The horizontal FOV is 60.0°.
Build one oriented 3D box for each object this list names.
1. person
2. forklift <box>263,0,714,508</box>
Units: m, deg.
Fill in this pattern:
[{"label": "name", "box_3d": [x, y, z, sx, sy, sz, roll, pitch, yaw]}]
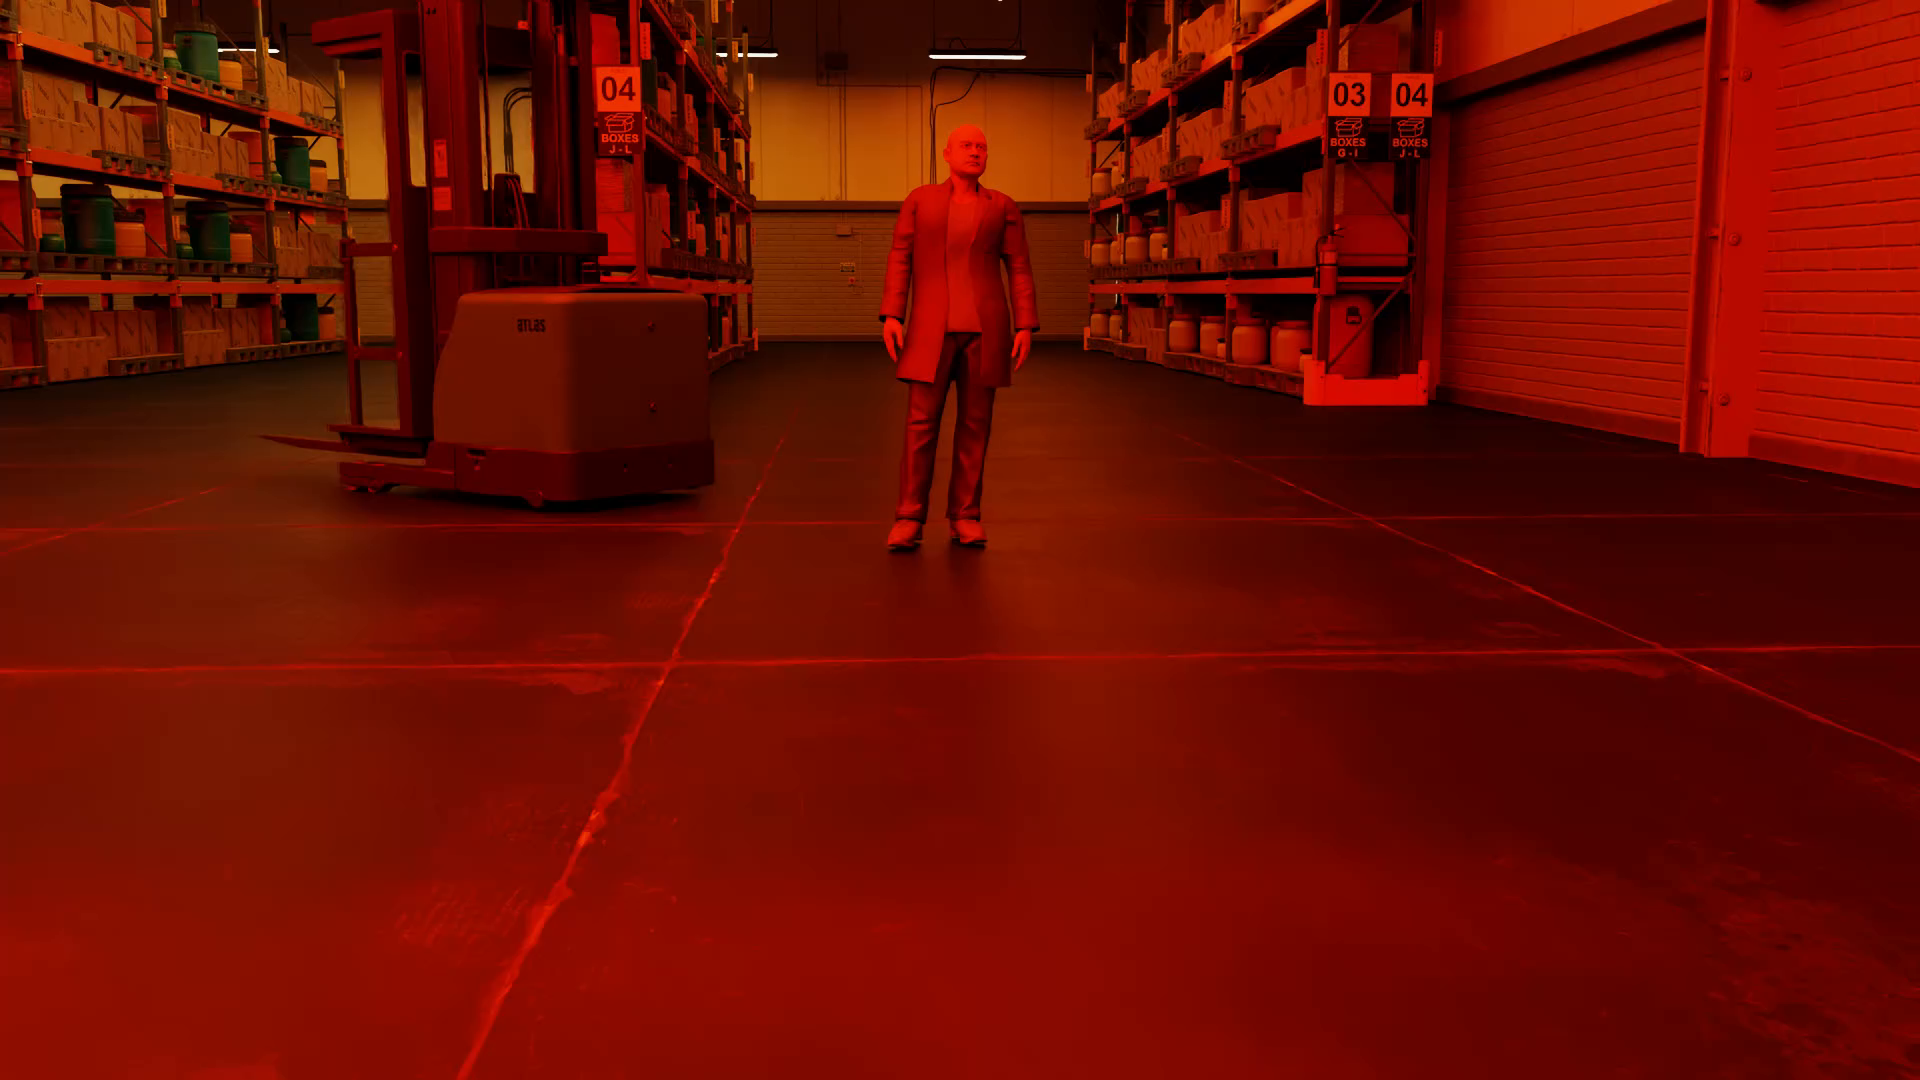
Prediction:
[{"label": "person", "box_3d": [0.002, -0.873, 7.087, 0.696, 1.778, 0.579, -1, 8, -4]}, {"label": "forklift", "box_3d": [-2.784, -1.756, 9.156, 3.031, 2.935, 1.130, 6, 11, 37]}]
